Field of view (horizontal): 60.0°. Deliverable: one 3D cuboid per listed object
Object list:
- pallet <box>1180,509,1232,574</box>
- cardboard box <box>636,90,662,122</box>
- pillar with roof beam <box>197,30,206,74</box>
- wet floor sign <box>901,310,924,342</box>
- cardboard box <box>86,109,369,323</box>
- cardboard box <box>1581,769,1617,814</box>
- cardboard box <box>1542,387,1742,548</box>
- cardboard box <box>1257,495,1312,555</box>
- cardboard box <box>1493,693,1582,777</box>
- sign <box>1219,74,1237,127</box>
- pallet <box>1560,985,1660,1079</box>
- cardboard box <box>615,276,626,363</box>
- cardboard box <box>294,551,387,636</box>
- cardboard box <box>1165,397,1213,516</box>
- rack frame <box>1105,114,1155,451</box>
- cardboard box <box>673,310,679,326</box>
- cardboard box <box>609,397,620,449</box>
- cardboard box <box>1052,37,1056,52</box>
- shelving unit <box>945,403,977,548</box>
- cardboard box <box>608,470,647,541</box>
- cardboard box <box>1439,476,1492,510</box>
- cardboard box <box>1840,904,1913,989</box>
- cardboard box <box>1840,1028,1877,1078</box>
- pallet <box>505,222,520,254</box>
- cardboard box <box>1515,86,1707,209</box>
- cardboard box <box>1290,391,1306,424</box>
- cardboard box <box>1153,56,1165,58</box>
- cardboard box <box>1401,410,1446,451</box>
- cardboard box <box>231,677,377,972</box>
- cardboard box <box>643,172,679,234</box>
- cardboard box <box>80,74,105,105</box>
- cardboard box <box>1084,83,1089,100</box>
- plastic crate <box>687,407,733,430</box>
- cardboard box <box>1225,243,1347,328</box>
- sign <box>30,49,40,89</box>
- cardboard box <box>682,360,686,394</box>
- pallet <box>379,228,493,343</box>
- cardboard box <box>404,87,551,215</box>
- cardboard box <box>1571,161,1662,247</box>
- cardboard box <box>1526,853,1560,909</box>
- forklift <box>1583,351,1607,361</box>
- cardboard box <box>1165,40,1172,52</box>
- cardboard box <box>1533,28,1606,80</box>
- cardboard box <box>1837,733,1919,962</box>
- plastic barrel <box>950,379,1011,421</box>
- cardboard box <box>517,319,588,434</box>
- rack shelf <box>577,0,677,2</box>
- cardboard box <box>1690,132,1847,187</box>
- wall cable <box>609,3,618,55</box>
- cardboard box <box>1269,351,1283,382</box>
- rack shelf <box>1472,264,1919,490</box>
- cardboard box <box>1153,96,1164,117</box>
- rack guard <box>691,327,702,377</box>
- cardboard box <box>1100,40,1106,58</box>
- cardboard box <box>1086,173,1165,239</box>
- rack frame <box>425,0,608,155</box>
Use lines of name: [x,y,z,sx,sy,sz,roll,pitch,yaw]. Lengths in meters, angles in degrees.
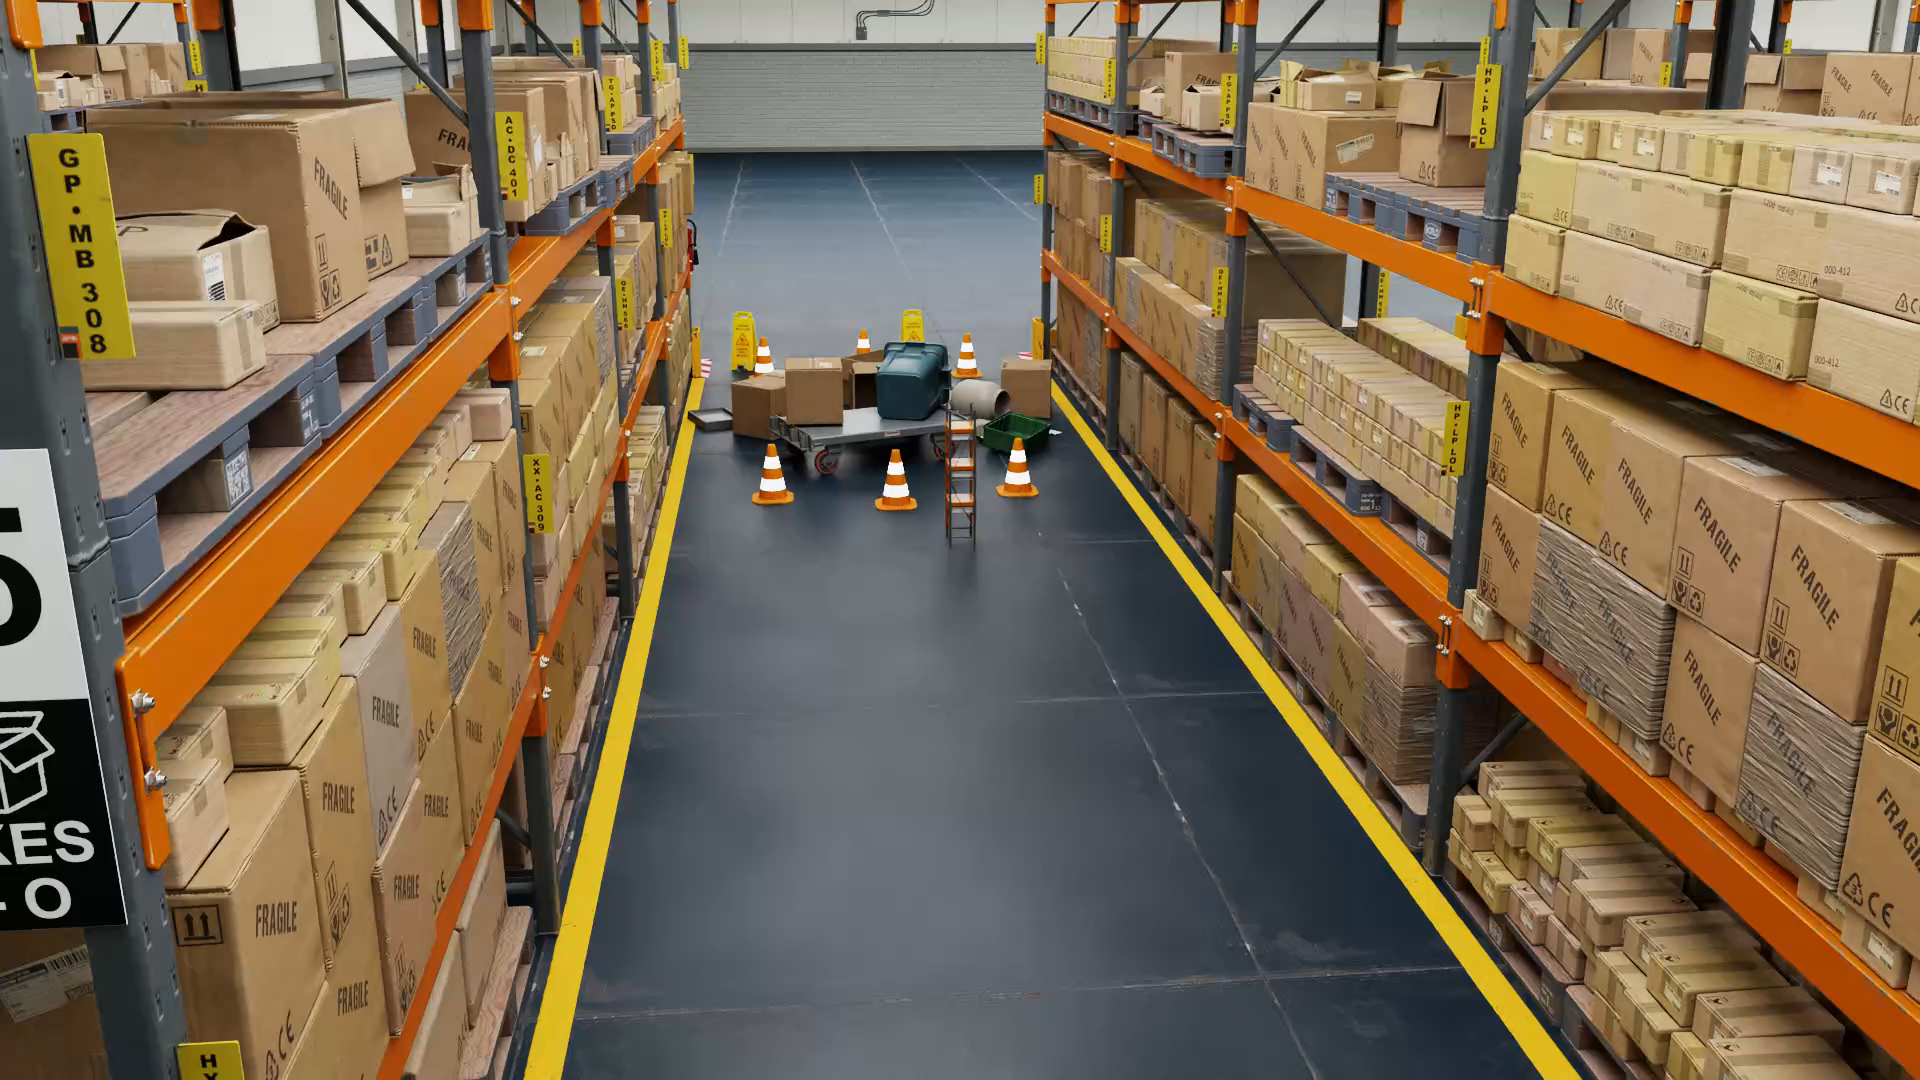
pallet: [2.251,0.003,12.315,1.003,0.211,1.213,-2,18,-6]
cardboard box: [-2.842,-3.740,14.328,0.500,0.250,0.500,-2,18,-7]
pillar with roof beam: [-5.580,-7.684,22.128,9.100,9.000,0.400,-2,18,-6]
wet floor sign: [-0.541,-2.298,18.919,0.267,0.644,0.232,-5,18,-15]
cardboard box: [-1.890,-0.856,4.352,0.500,0.500,0.500,-1,17,-5]
cardboard box: [2.965,1.076,7.309,0.380,0.149,0.250,-1,17,-4]
cardboard box: [2.542,-0.269,6.194,0.500,0.500,0.500,-2,18,-7]
cardboard box: [2.140,-0.092,10.181,0.500,0.250,0.500,-2,18,-6]
cardboard box: [2.857,0.865,8.385,0.500,0.500,0.500,-1,17,-3]
sign: [1.704,-2.791,10.556,0.100,0.325,0.005,-2,18,-6]
pallet: [2.903,1.995,5.969,1.003,0.211,1.213,-2,18,-6]
cardboard box: [-2.472,-1.438,10.886,0.500,0.500,0.500,-2,18,-7]
cardboard box: [-1.711,0.141,4.302,0.380,0.149,0.250,-2,18,-5]
cardboard box: [2.190,-0.662,12.832,1.050,0.750,0.750,-2,17,-5]
rack frame: [1.844,-2.282,14.938,1.000,3.000,0.127,-2,18,-6]
cardboard box: [-2.900,-2.111,15.948,0.380,0.149,0.250,-1,17,-2]
cardboard box: [-2.346,-0.693,10.127,0.500,0.250,0.500,-2,18,-8]
cardboard box: [1.175,-5.229,17.539,0.380,0.149,0.250,-2,18,-5]
shelving unit: [0.006,-0.485,12.469,0.215,1.050,0.252,-2,18,-6]
cardboard box: [-2.789,-0.242,12.126,0.950,0.372,0.625,-2,18,-7]
cardboard box: [2.432,-0.233,7.634,0.380,0.149,0.250,-1,17,-4]
cardboard box: [2.689,1.100,4.585,0.380,0.149,0.250,-1,17,-4]
cardboard box: [3.089,1.758,5.631,0.380,0.149,0.250,-1,17,-3]
pallet: [-2.387,-1.327,7.207,0.805,0.209,1.217,-2,18,-8]
cardboard box: [2.740,-1.694,7.189,0.700,0.500,0.500,-2,18,-6]
cardboard box: [2.188,-0.790,9.905,0.380,0.149,0.250,-1,17,-3]
cardboard box: [2.019,-4.336,15.359,0.500,0.250,0.500,-2,18,-6]
cardboard box: [2.381,-0.533,8.093,0.380,0.149,0.250,-2,18,-7]
cardboard box: [-1.657,0.646,3.775,0.500,0.500,0.500,-2,18,-7]
cardboard box: [-2.929,-3.056,15.071,0.700,0.500,0.500,-2,18,-5]
cardboard box: [-7.857,-4.011,14.794,0.396,0.266,0.258,-2,18,-7]
cardboard box: [1.384,-4.242,15.726,0.380,0.149,0.250,-2,17,-5]
plastic crate: [-2.415,-1.199,16.363,0.402,0.080,0.583,-8,19,-25]
cardboard box: [2.221,-1.749,11.404,0.700,0.500,0.500,-2,18,-6]
sign: [-7.467,-3.792,13.351,0.100,0.325,0.005,-2,18,-6]
cardboard box: [-3.025,-1.636,16.771,0.500,0.250,0.500,-2,18,-8]
pallet: [-2.170,-0.860,5.549,1.003,0.211,1.213,-2,18,-6]
cardboard box: [-2.046,-1.666,7.100,0.500,0.500,0.500,-2,18,-7]
cardboard box: [2.527,-1.197,5.890,0.500,0.250,0.500,-2,18,-6]
cardboard box: [2.565,1.381,6.831,0.380,0.149,0.250,-2,18,-6]
forklift: [4.789,-1.219,11.666,1.130,2.935,3.031,-2,17,-5]
cardboard box: [2.092,-4.492,15.190,0.380,0.149,0.250,-2,18,-6]
cardboard box: [6.260,-5.005,17.107,0.500,0.500,0.500,-2,18,-6]
cardboard box: [2.732,0.824,4.381,0.500,0.500,0.500,-2,18,-7]
plastic barrel: [0.202,-1.343,16.249,0.512,0.421,0.421,11,21,32]
cardboard box: [-2.192,-0.834,8.490,0.500,0.500,0.500,-2,18,-7]
rack shelf: [-3.275,-5.212,15.462,1.077,0.370,4.000,-2,18,-6]
cardboard box: [2.547,-1.200,5.232,0.380,0.149,0.250,-1,17,-3]
wall cable: [-11.326,-14.138,47.872,3.097,2.526,0.112,-2,18,-6]
cardboard box: [2.137,-1.082,10.336,0.380,0.149,0.250,-1,17,-3]
rack shelf: [2.876,-0.390,5.106,1.077,0.370,4.000,-2,18,-6]
cardboard box: [1.730,-3.416,13.093,0.380,0.149,0.250,-2,18,-6]
rack guard: [-3.473,-2.075,18.453,1.175,0.500,0.348,-2,18,-6]
cardboard box: [1.464,-4.396,14.884,0.380,0.149,0.250,-2,18,-6]
cardboard box: [1.668,-3.140,15.618,0.875,0.550,0.550,-2,18,-6]
rack frame: [-2.656,-3.769,9.660,1.000,3.000,0.127,-2,18,-6]
